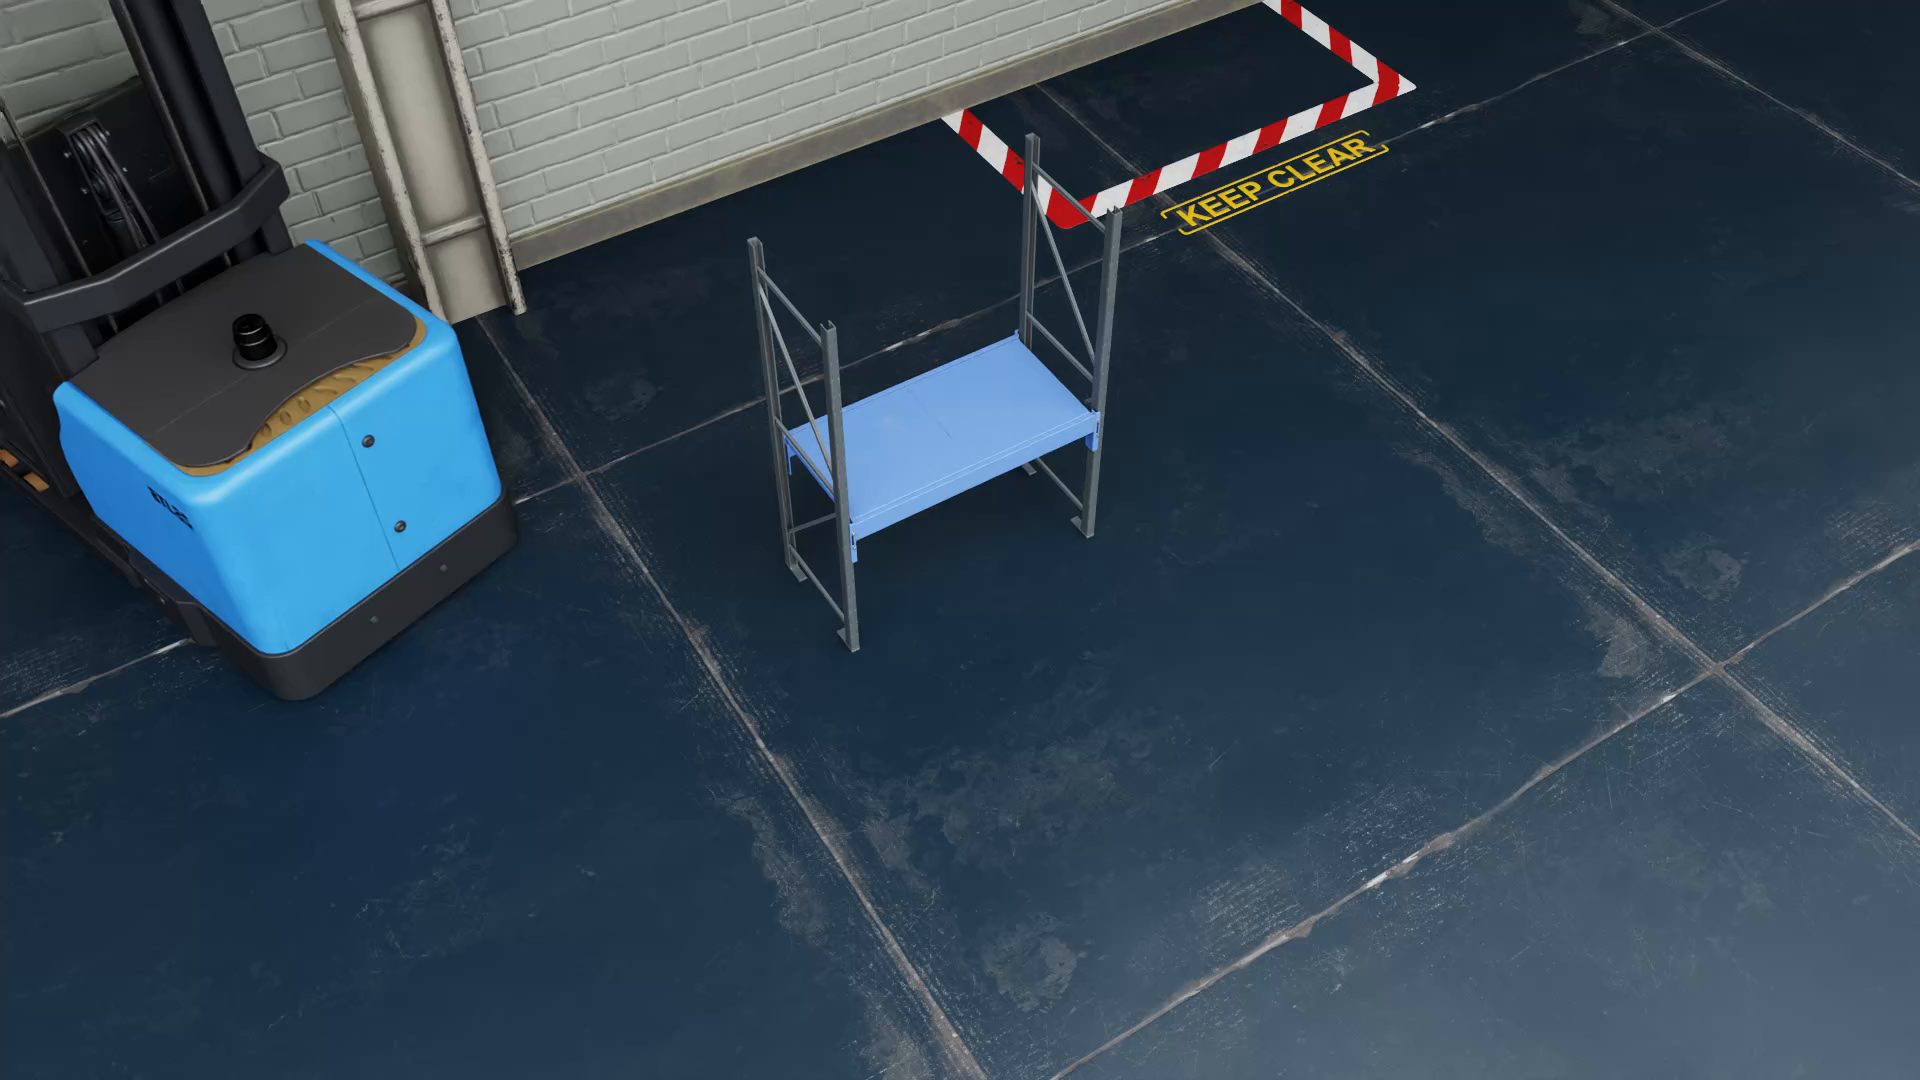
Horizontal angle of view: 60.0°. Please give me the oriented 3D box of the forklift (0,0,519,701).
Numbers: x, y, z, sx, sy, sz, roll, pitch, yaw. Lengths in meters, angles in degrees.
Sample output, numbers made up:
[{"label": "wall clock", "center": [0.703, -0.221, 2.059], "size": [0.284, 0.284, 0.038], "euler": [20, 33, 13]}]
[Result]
[{"label": "forklift", "center": [-3.098, -1.364, 5.502], "size": [3.031, 2.935, 1.130], "euler": [31, 55, 25]}]

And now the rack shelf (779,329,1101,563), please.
[{"label": "rack shelf", "center": [-0.072, -0.345, 5.794], "size": [1.000, 0.185, 0.538], "euler": [-25, 53, -21]}]

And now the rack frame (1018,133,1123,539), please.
[{"label": "rack frame", "center": [0.358, -0.667, 5.840], "size": [0.032, 1.500, 0.500], "euler": [-25, 53, -21]}]

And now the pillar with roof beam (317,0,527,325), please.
[{"label": "pillar with roof beam", "center": [0.195, -1.274, 1.359], "size": [0.400, 9.000, 9.100], "euler": [-25, 53, -21]}]

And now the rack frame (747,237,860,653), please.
[{"label": "rack frame", "center": [-0.502, -0.262, 5.479], "size": [0.032, 1.500, 0.500], "euler": [-25, 53, -21]}]

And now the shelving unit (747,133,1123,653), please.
[{"label": "shelving unit", "center": [-0.072, -0.465, 5.660], "size": [1.048, 1.500, 0.538], "euler": [-25, 53, -21]}]
